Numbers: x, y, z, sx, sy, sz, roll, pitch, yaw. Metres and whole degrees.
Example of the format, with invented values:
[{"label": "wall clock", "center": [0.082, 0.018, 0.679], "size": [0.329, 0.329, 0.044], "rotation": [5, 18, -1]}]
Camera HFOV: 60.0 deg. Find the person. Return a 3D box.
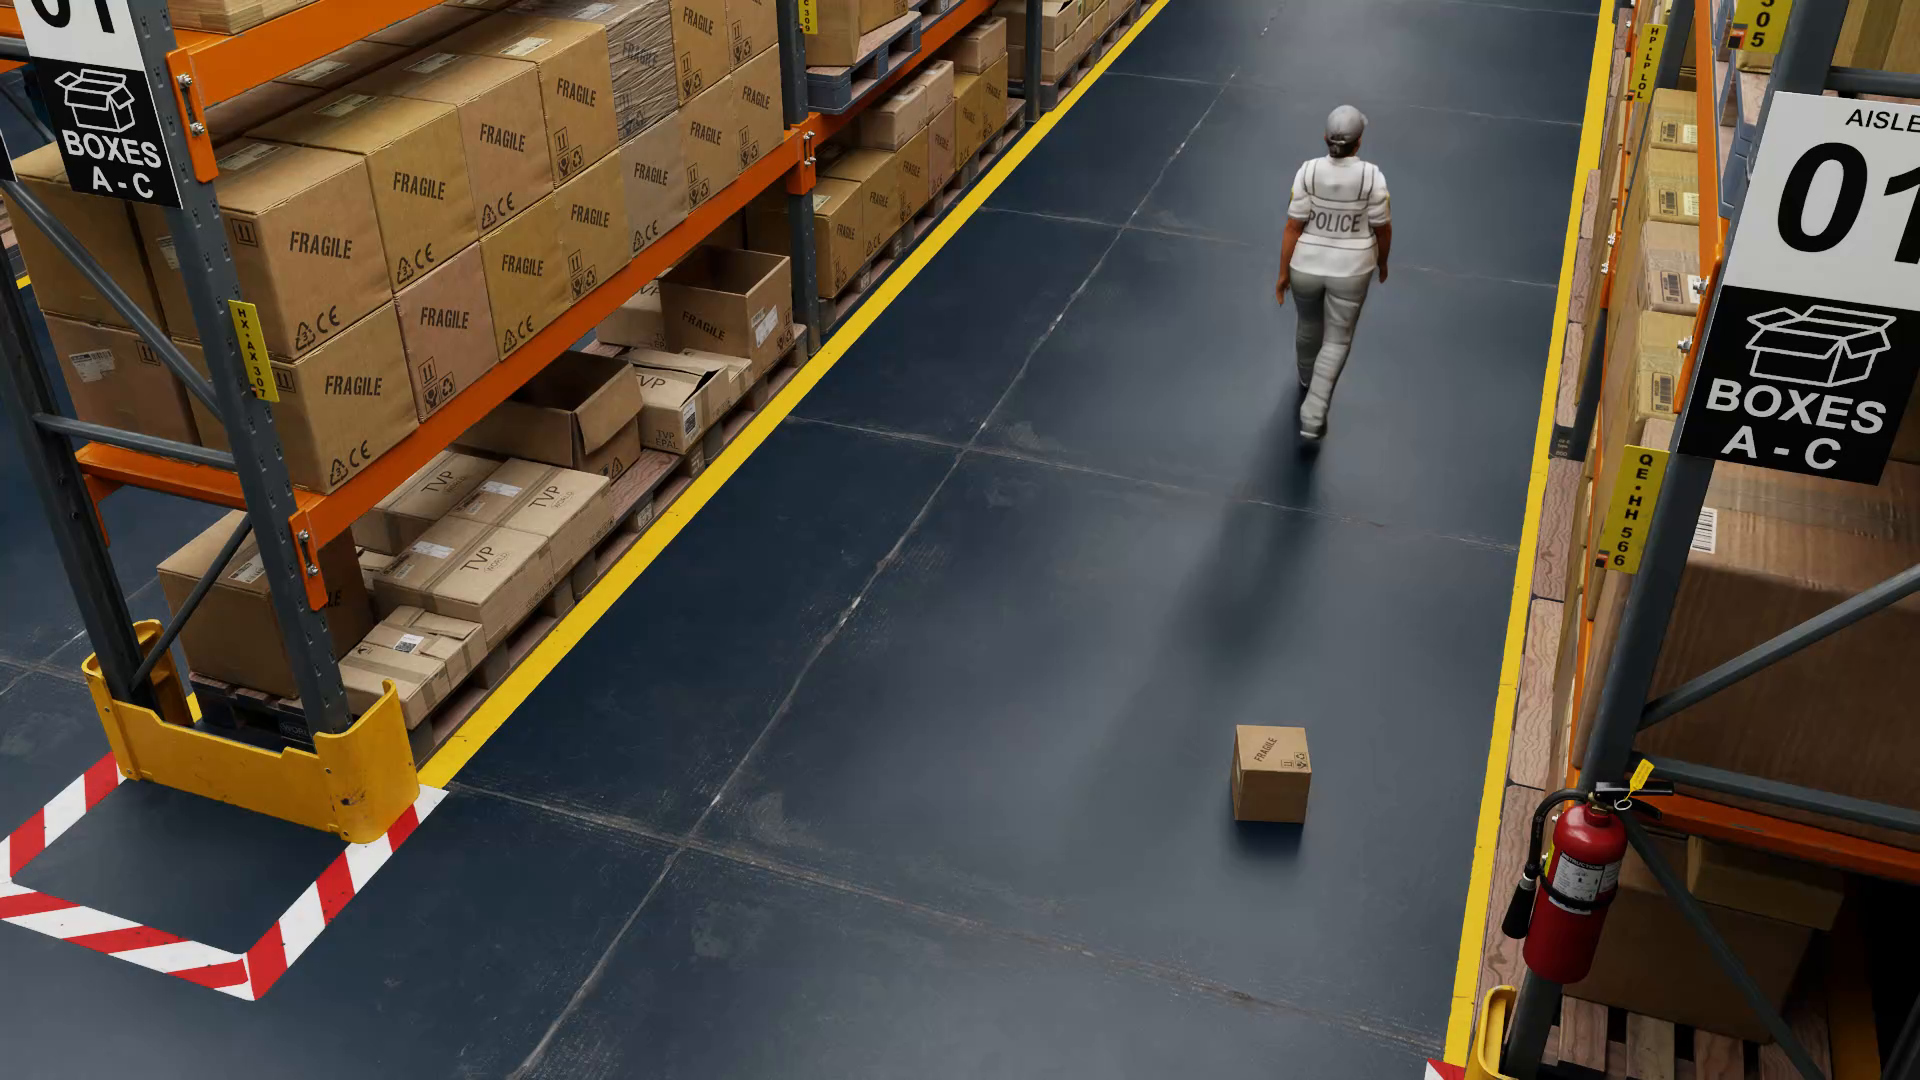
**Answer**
[{"label": "person", "center": [1.844, -1.353, 8.182], "size": [0.497, 1.613, 0.990], "rotation": [13, 36, 19]}]
